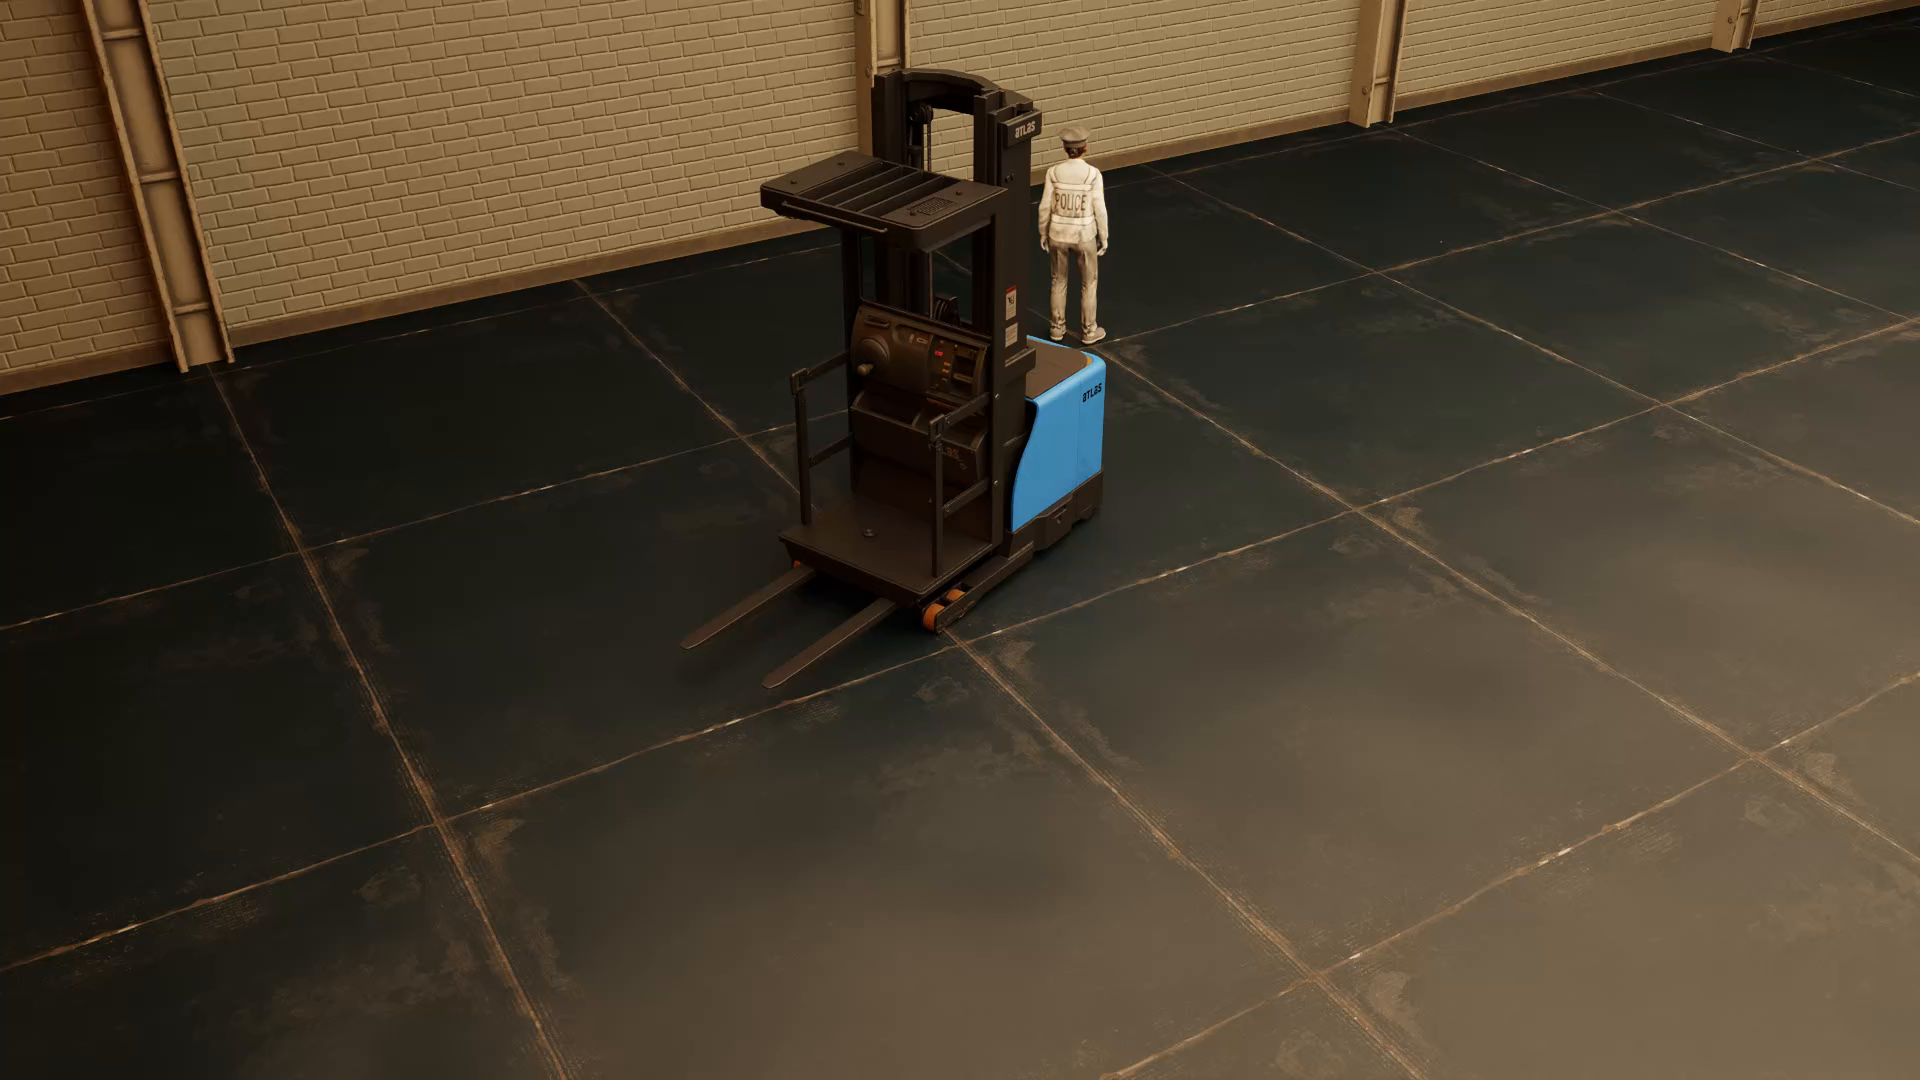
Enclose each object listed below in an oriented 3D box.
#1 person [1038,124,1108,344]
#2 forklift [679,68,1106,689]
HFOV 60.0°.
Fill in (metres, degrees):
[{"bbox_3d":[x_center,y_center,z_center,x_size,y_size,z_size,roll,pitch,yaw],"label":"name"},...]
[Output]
[{"bbox_3d":[0.867,-2.316,12.751,0.541,1.664,0.374,8,32,13],"label":"person"},{"bbox_3d":[-0.365,-1.007,9.329,1.130,2.935,3.031,21,37,31],"label":"forklift"}]
